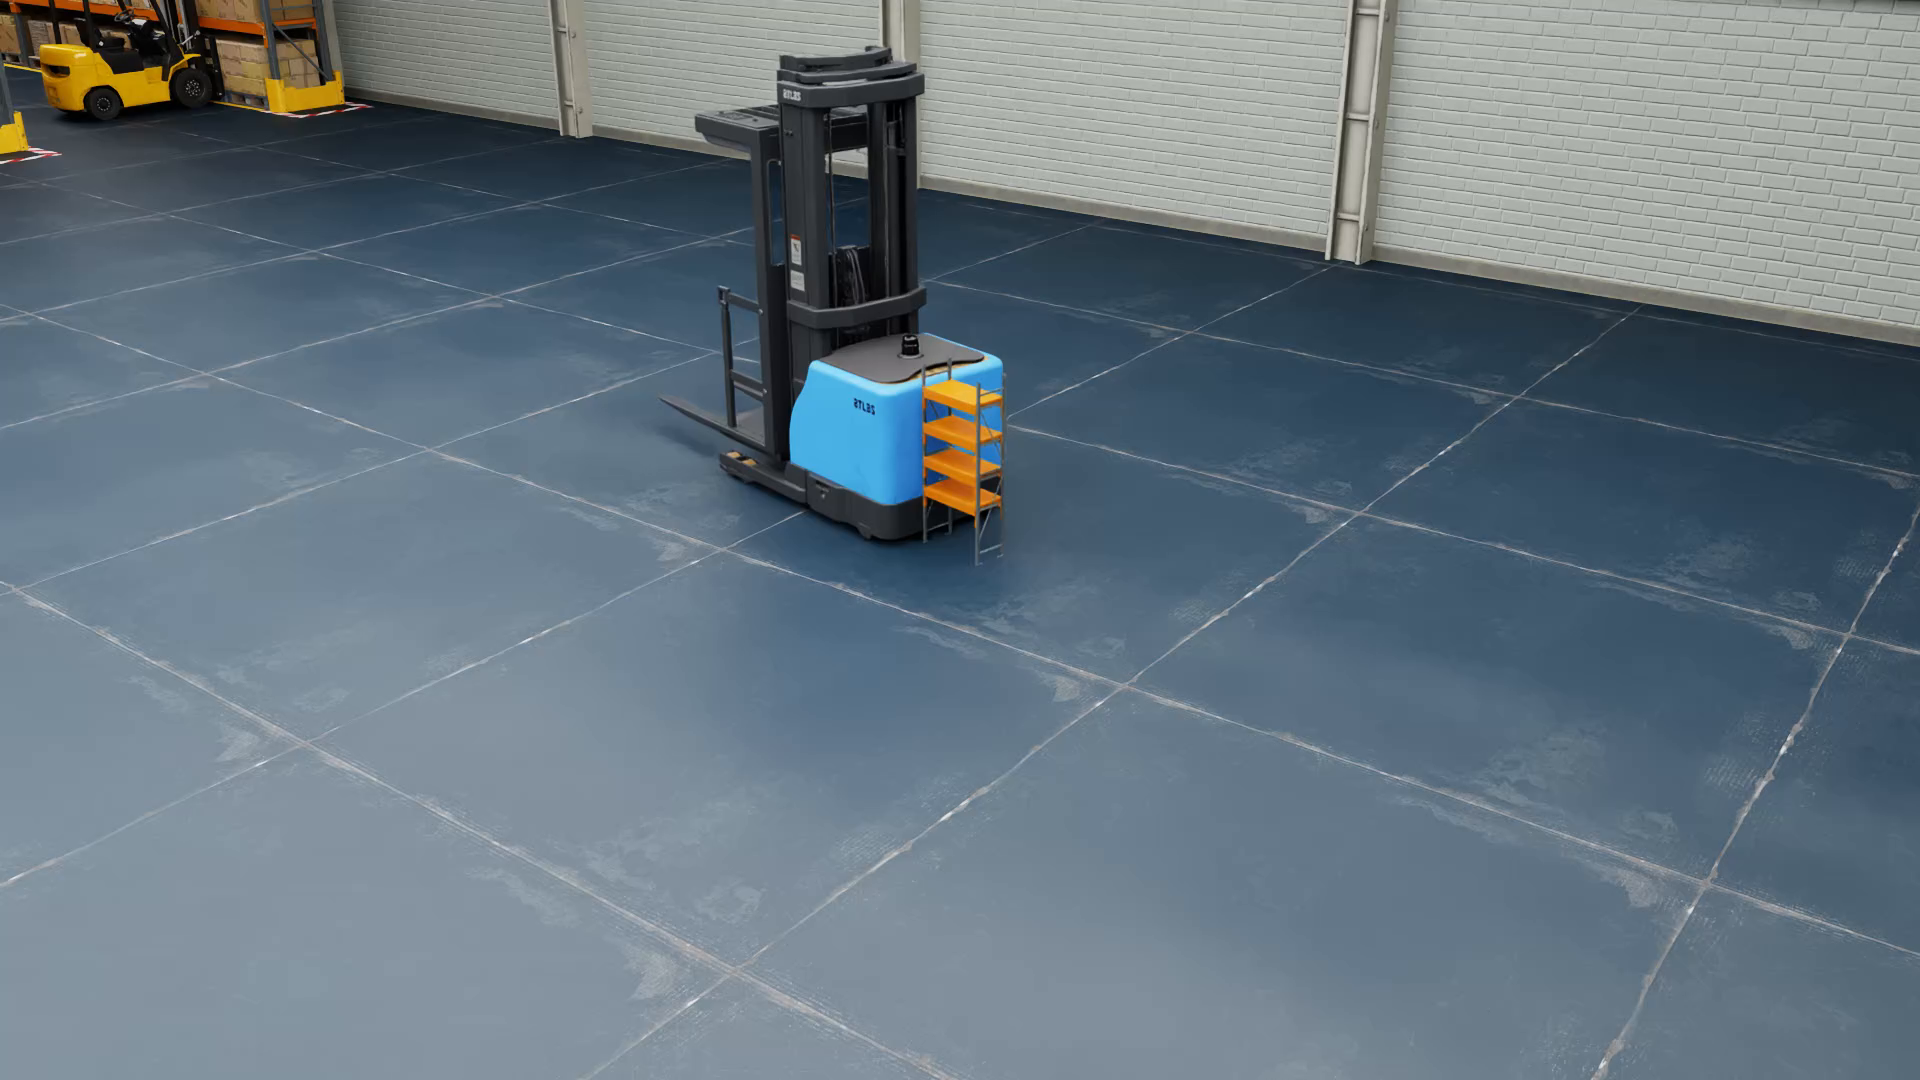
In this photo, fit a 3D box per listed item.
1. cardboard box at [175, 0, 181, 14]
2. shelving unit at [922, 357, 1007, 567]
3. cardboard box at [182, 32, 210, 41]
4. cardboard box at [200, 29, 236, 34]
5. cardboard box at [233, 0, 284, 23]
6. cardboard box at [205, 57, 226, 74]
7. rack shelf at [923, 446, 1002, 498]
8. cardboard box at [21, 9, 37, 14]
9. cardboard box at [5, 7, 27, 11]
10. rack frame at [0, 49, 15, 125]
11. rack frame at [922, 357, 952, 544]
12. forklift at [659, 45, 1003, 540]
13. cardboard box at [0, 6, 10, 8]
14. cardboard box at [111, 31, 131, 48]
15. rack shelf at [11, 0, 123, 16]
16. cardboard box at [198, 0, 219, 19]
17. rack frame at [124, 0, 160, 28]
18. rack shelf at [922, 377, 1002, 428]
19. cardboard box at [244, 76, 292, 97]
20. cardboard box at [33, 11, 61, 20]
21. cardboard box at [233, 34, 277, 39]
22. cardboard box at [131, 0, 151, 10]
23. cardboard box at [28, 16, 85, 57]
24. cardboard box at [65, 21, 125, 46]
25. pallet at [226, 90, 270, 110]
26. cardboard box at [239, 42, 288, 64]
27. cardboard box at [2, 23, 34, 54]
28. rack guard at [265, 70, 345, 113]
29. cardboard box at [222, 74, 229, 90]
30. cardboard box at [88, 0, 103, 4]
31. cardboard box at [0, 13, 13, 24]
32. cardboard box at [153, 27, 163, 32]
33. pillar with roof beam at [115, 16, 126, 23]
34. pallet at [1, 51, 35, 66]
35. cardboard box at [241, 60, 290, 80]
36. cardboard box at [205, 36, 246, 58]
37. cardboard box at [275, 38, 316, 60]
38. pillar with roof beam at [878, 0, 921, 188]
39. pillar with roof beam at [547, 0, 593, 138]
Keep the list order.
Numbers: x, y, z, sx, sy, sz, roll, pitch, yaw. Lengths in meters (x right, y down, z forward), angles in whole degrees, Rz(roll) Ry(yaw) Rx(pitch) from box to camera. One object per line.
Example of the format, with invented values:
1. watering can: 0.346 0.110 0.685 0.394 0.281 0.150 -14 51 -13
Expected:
1. cardboard box: -12.484 -8.792 26.860 0.500 0.500 0.500 16 29 33
2. shelving unit: 0.023 -0.488 10.369 0.258 1.200 0.503 -21 31 -39
3. cardboard box: -12.508 -8.110 27.085 0.500 0.250 0.500 18 29 35
4. cardboard box: -12.194 -8.271 27.450 0.500 0.250 0.500 17 29 34
5. cardboard box: -10.865 -8.293 25.728 0.500 0.500 0.500 16 28 32
6. cardboard box: -11.711 -7.635 26.628 0.500 0.250 0.500 16 28 32
7. rack shelf: 0.023 -0.426 10.396 0.258 0.148 0.480 -21 31 -39
8. cardboard box: -17.389 -9.826 31.107 0.250 0.149 0.380 17 29 34
9. cardboard box: -17.789 -9.970 31.432 0.250 0.149 0.380 16 28 32
10. rack frame: -13.288 -6.611 22.033 0.127 3.000 1.000 17 29 33
11. rack frame: -0.144 -0.560 10.532 0.240 1.200 0.015 -21 31 -39
12. forklift: -1.051 -1.857 11.330 1.130 2.935 3.031 -19 30 -37
13. cardboard box: -18.203 -10.094 31.713 0.250 0.149 0.380 16 28 31
14. cardboard box: -13.939 -8.408 28.538 0.625 0.625 0.875 18 30 36
15. rack shelf: -15.115 -9.335 29.108 4.000 0.370 1.077 17 29 33
16. cardboard box: -11.685 -8.545 26.300 0.500 0.500 0.500 16 29 32
17. rack frame: -13.515 -9.180 27.865 0.127 3.000 1.000 17 29 33
18. rack shelf: 0.023 -0.847 10.210 0.258 0.148 0.480 -21 31 -39
19. cardboard box: -10.879 -7.159 26.166 0.500 0.250 0.500 17 29 34
20. cardboard box: -16.946 -9.719 30.864 0.250 0.149 0.380 19 30 36
21. cardboard box: -11.381 -8.026 26.894 0.500 0.250 0.500 17 29 33
22. cardboard box: -13.316 -9.034 27.410 0.500 0.500 0.500 16 28 32
23. cardboard box: -16.224 -9.098 30.102 0.625 0.625 0.875 18 29 35
24. cardboard box: -15.158 -8.780 29.380 0.625 0.625 0.875 15 28 31
25. pallet: -10.951 -7.108 26.621 1.213 0.211 1.003 17 29 33
26. cardboard box: -10.869 -7.615 25.962 0.500 0.250 0.500 18 29 35
27. cardboard box: -17.183 -9.229 30.555 0.500 0.500 0.500 18 29 35
28. rack guard: -10.295 -7.063 26.161 0.348 0.500 1.175 17 29 33
29. cardboard box: -11.666 -7.406 26.727 0.500 0.250 0.500 17 29 34
30. cardboard box: -14.480 -9.269 28.252 0.500 0.250 0.500 17 29 33
31. cardboard box: -17.499 -9.586 30.562 0.250 0.149 0.380 15 28 31
32. cardboard box: -13.316 -8.353 27.638 0.500 0.250 0.500 16 29 33
33. pillar with roof beam: -17.713 -11.479 25.643 0.400 9.000 9.100 17 29 33
34. pallet: -17.290 -9.064 31.060 1.213 0.211 1.003 17 29 33
35. cardboard box: -10.891 -7.392 26.077 0.500 0.250 0.500 16 29 33
36. cardboard box: -11.691 -7.856 26.508 0.500 0.250 0.500 17 29 34
37. cardboard box: -10.585 -7.782 26.340 0.500 0.250 0.500 16 29 33
38. pillar with roof beam: -3.310 -7.127 15.764 0.400 9.000 9.100 17 29 33
39. pillar with roof beam: -8.111 -8.578 19.057 0.400 9.000 9.100 17 29 33
